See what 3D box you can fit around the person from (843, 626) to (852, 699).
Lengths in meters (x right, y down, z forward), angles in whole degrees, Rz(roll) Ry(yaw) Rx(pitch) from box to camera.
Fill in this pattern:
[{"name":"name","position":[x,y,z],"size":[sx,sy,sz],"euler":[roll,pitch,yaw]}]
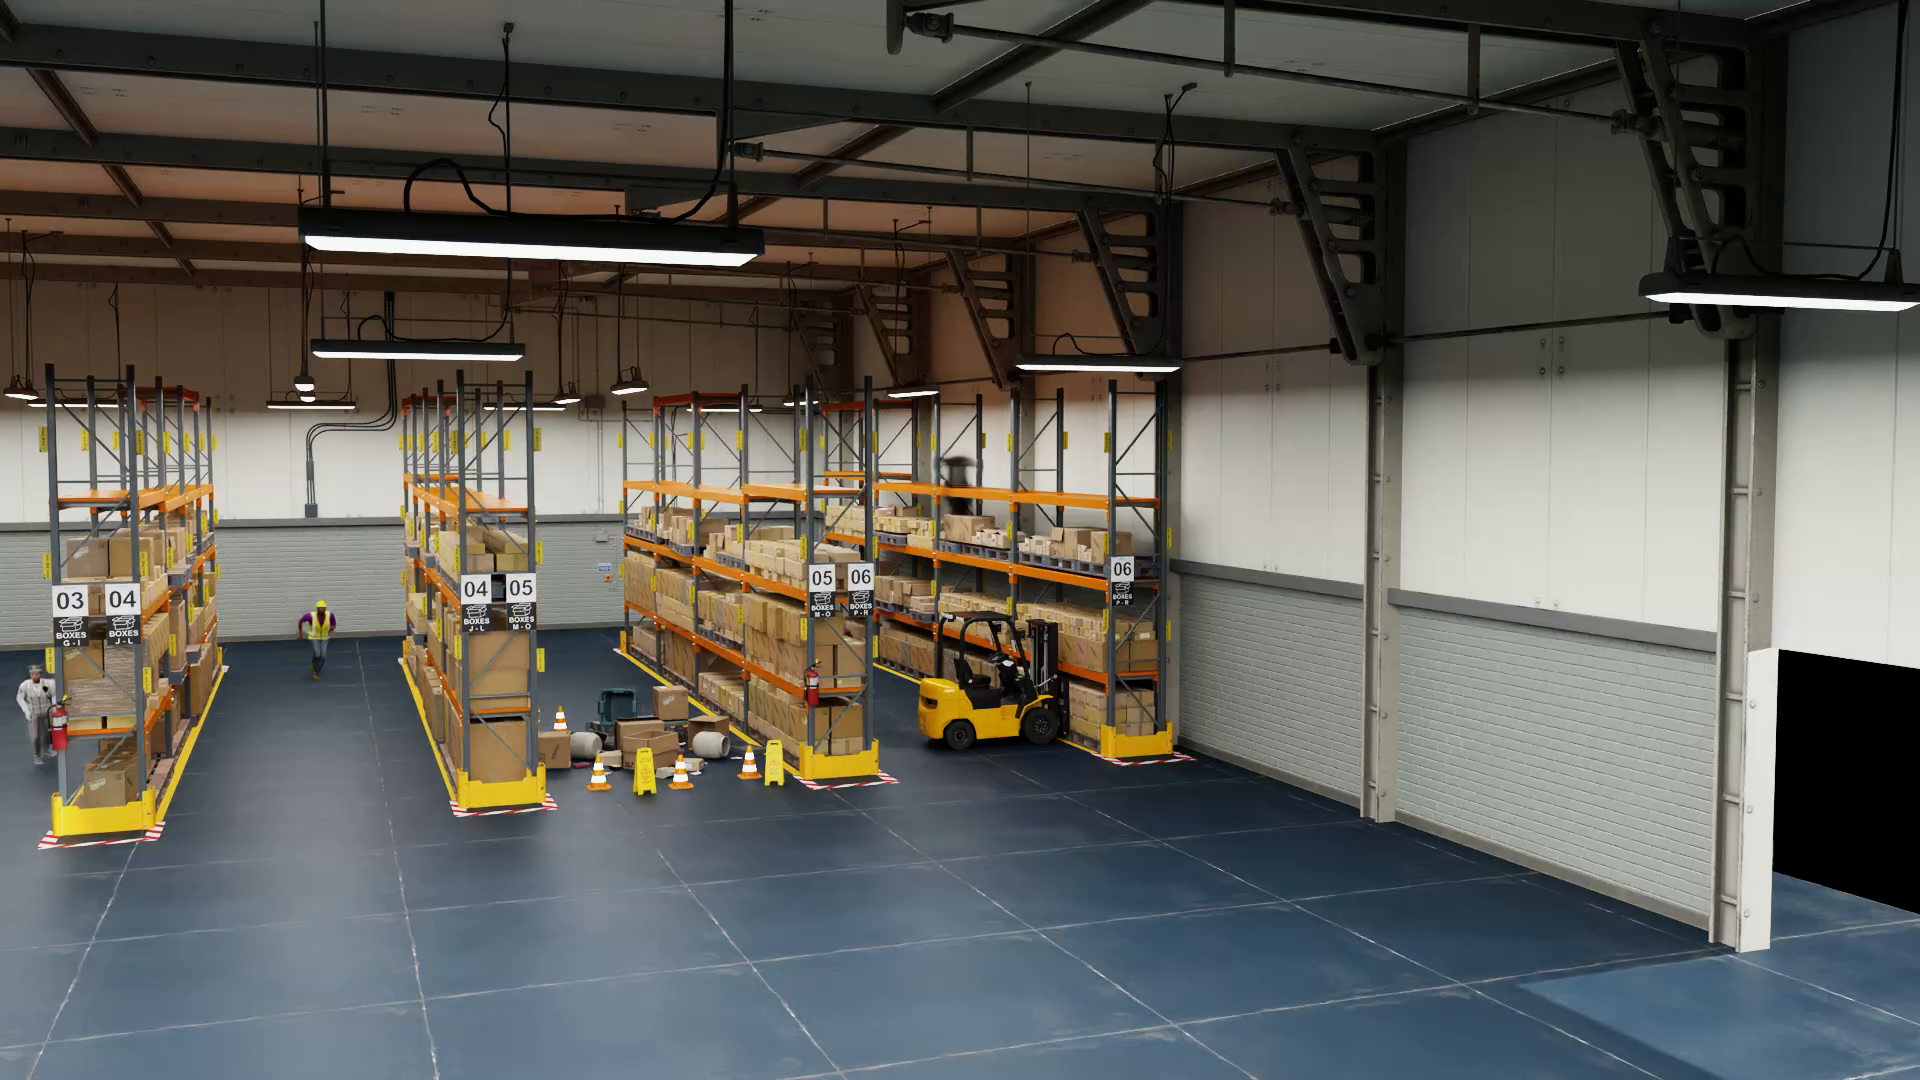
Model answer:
[{"name":"person","position":[-2.366,2.259,31.614],"size":[0.725,1.753,1.030],"euler":[-2,4,-25]}]

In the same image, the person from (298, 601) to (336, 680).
[{"name":"person","position":[-13.517,2.118,35.068],"size":[0.699,1.682,0.711],"euler":[-3,4,-38]}]

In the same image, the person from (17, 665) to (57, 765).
[{"name":"person","position":[-14.372,2.694,25.954],"size":[0.616,1.588,0.809],"euler":[-3,4,-38]}]
